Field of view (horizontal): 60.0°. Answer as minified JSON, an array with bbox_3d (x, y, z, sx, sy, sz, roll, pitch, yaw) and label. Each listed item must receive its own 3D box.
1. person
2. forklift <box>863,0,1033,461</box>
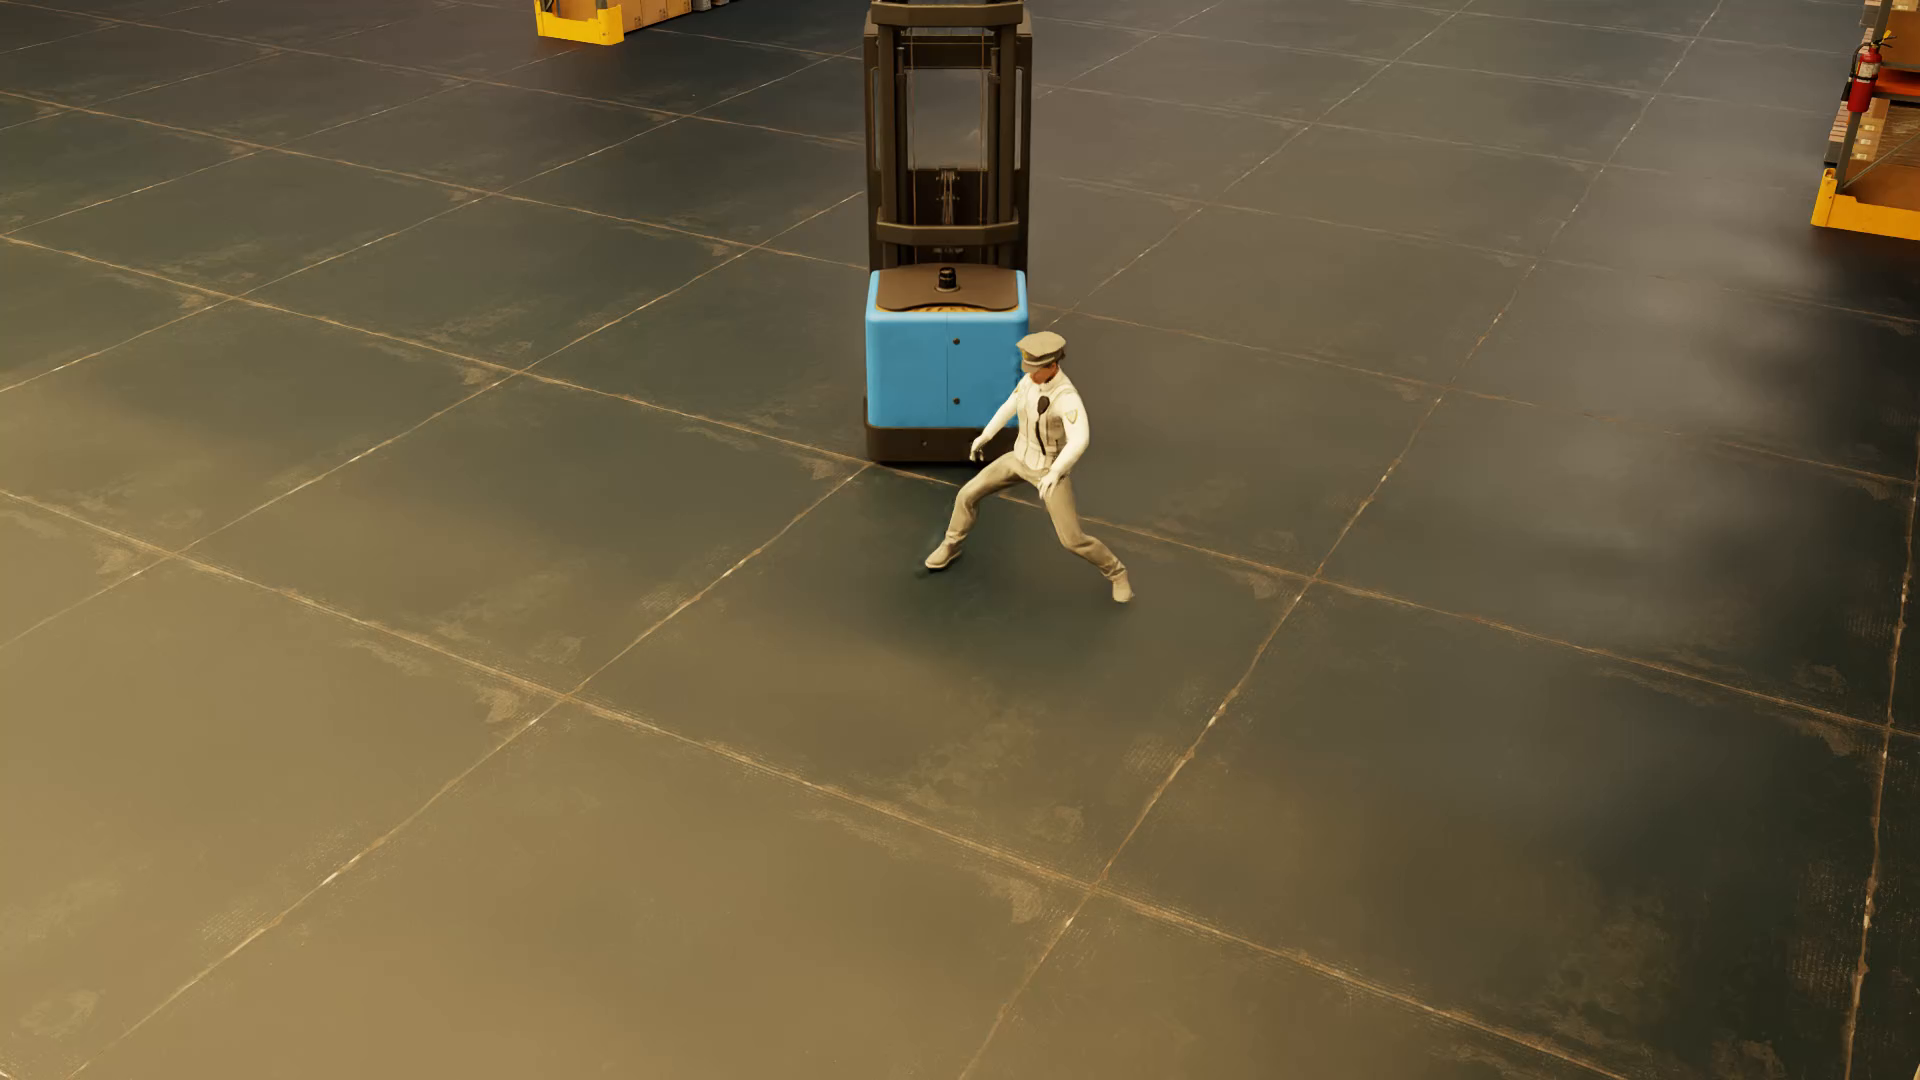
[{"bbox_3d":[0.401,-0.399,9.247,0.922,1.518,0.998,-18,35,-28],"label":"person"},{"bbox_3d":[-0.078,-2.472,11.354,1.130,2.935,3.031,0,30,0],"label":"forklift"}]
